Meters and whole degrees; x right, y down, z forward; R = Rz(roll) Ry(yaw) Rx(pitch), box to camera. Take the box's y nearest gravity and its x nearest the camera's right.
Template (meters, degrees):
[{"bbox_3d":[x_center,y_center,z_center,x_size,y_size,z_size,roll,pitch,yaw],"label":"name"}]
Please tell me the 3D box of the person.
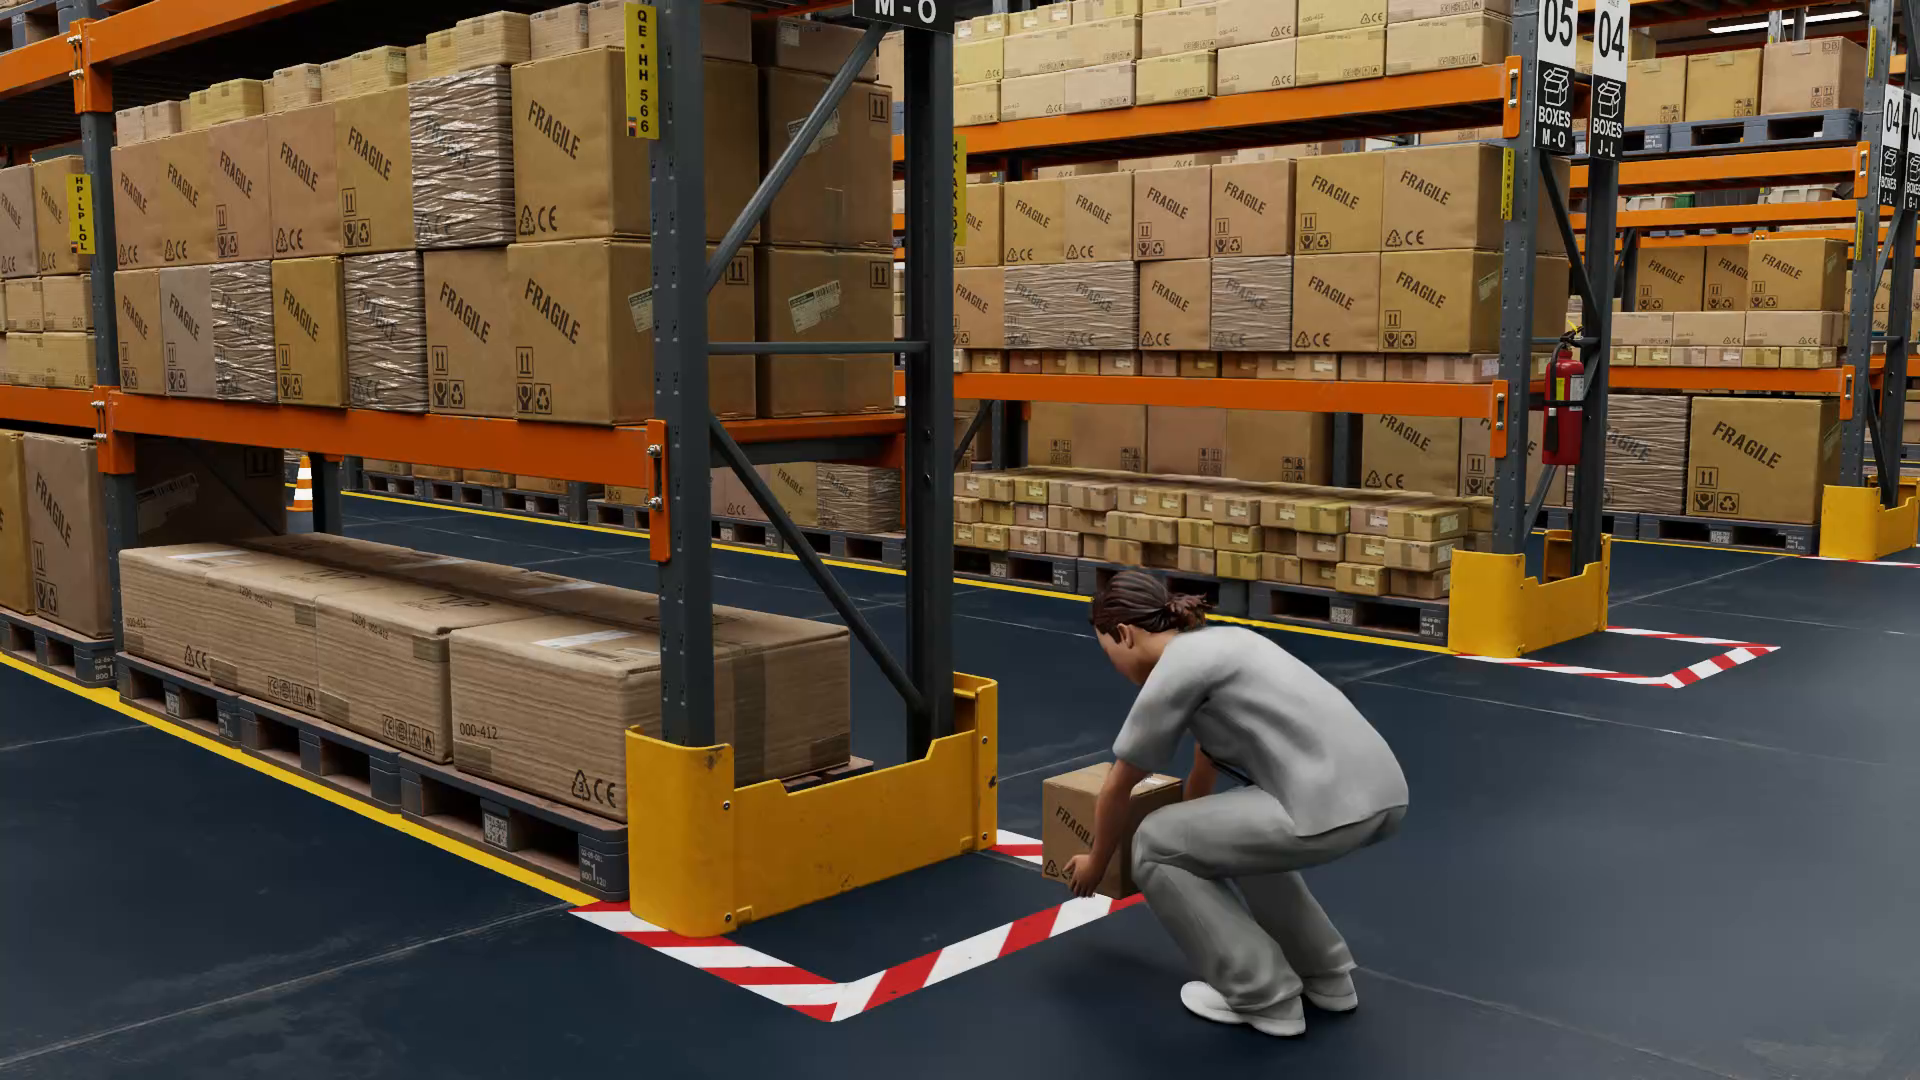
[{"bbox_3d":[0.627,0.587,3.844,0.785,0.991,0.486,7,10,43],"label":"person"}]
